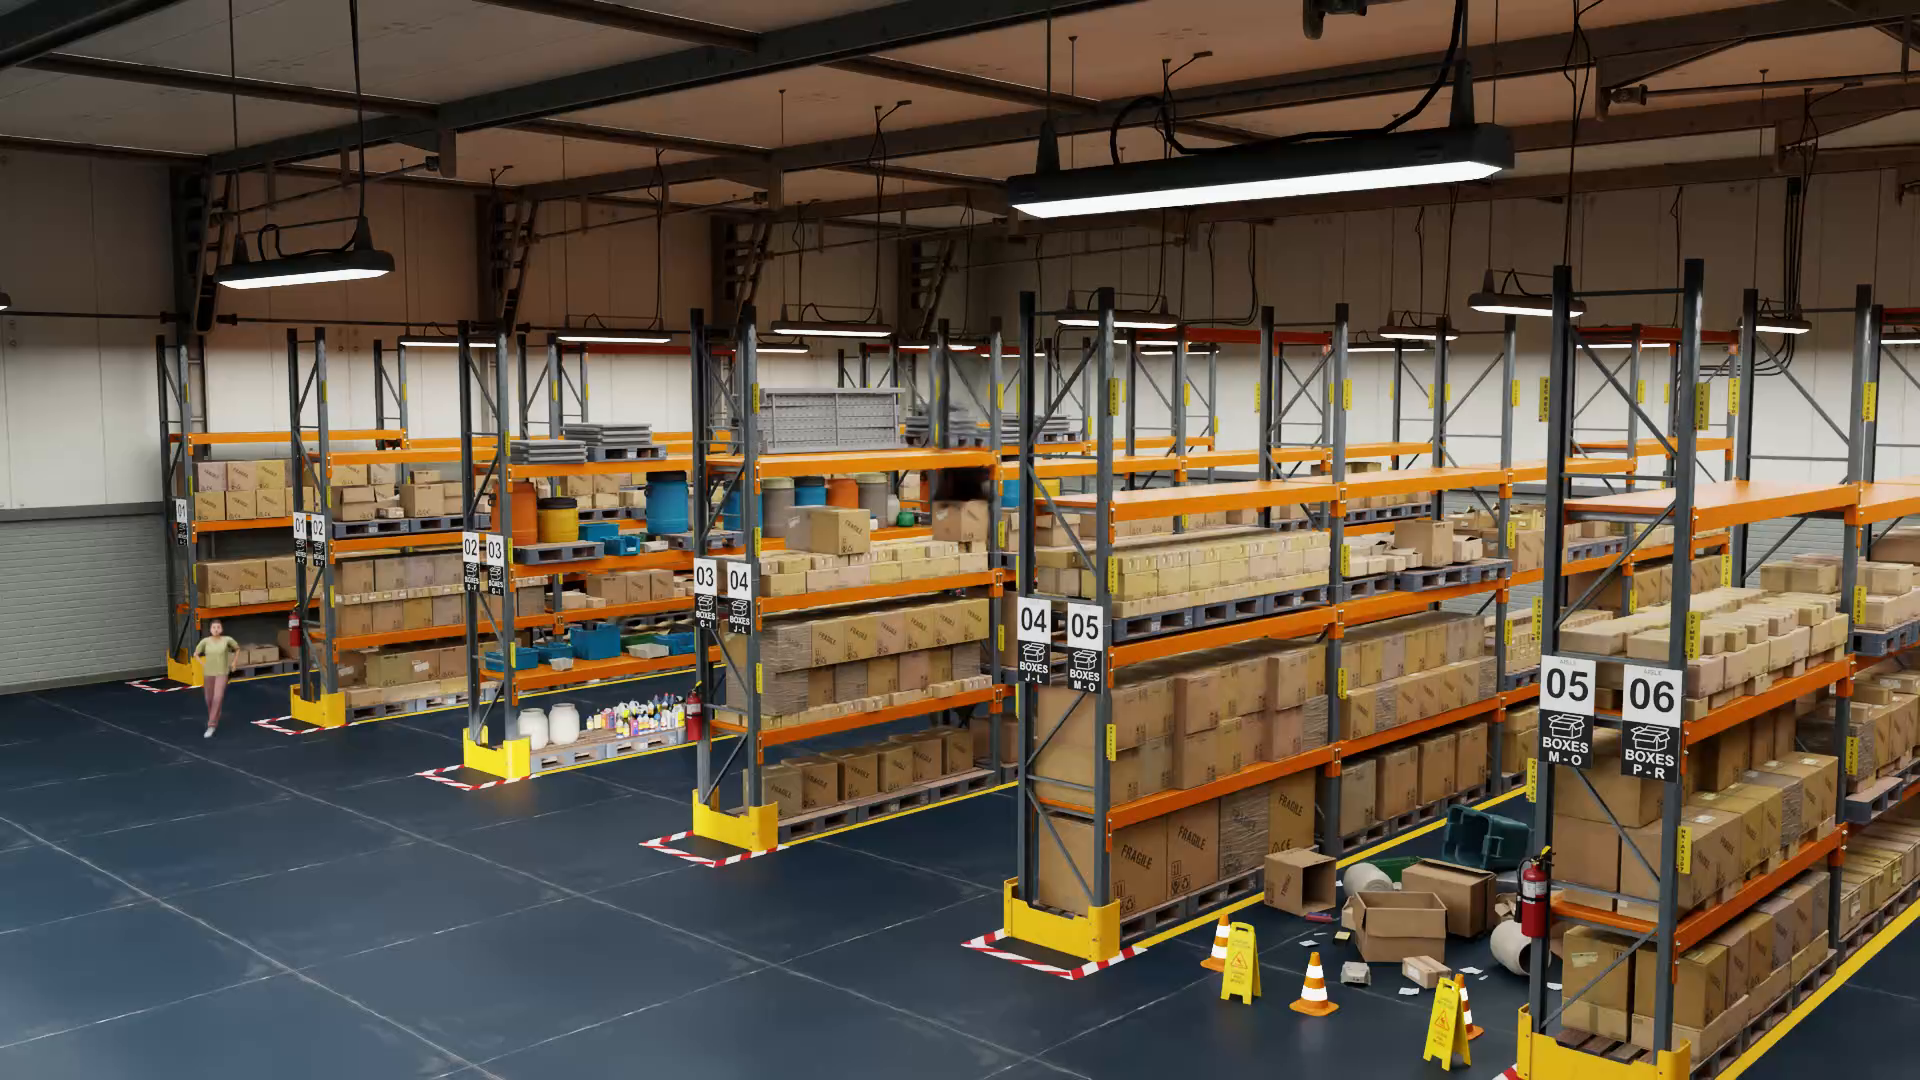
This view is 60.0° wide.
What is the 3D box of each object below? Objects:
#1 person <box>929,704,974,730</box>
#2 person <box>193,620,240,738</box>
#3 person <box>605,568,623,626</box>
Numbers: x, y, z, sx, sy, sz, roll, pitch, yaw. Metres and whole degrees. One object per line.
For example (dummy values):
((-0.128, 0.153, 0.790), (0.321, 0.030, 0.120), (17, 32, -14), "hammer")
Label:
((-0.043, 2.189, 23.443), (1.117, 1.607, 0.723), (-4, 7, -37), "person")
((-11.038, 2.013, 24.648), (0.591, 1.682, 0.930), (-1, 5, -11), "person")
((-6.547, 1.340, 31.739), (0.651, 1.709, 0.893), (4, 7, 38), "person")
